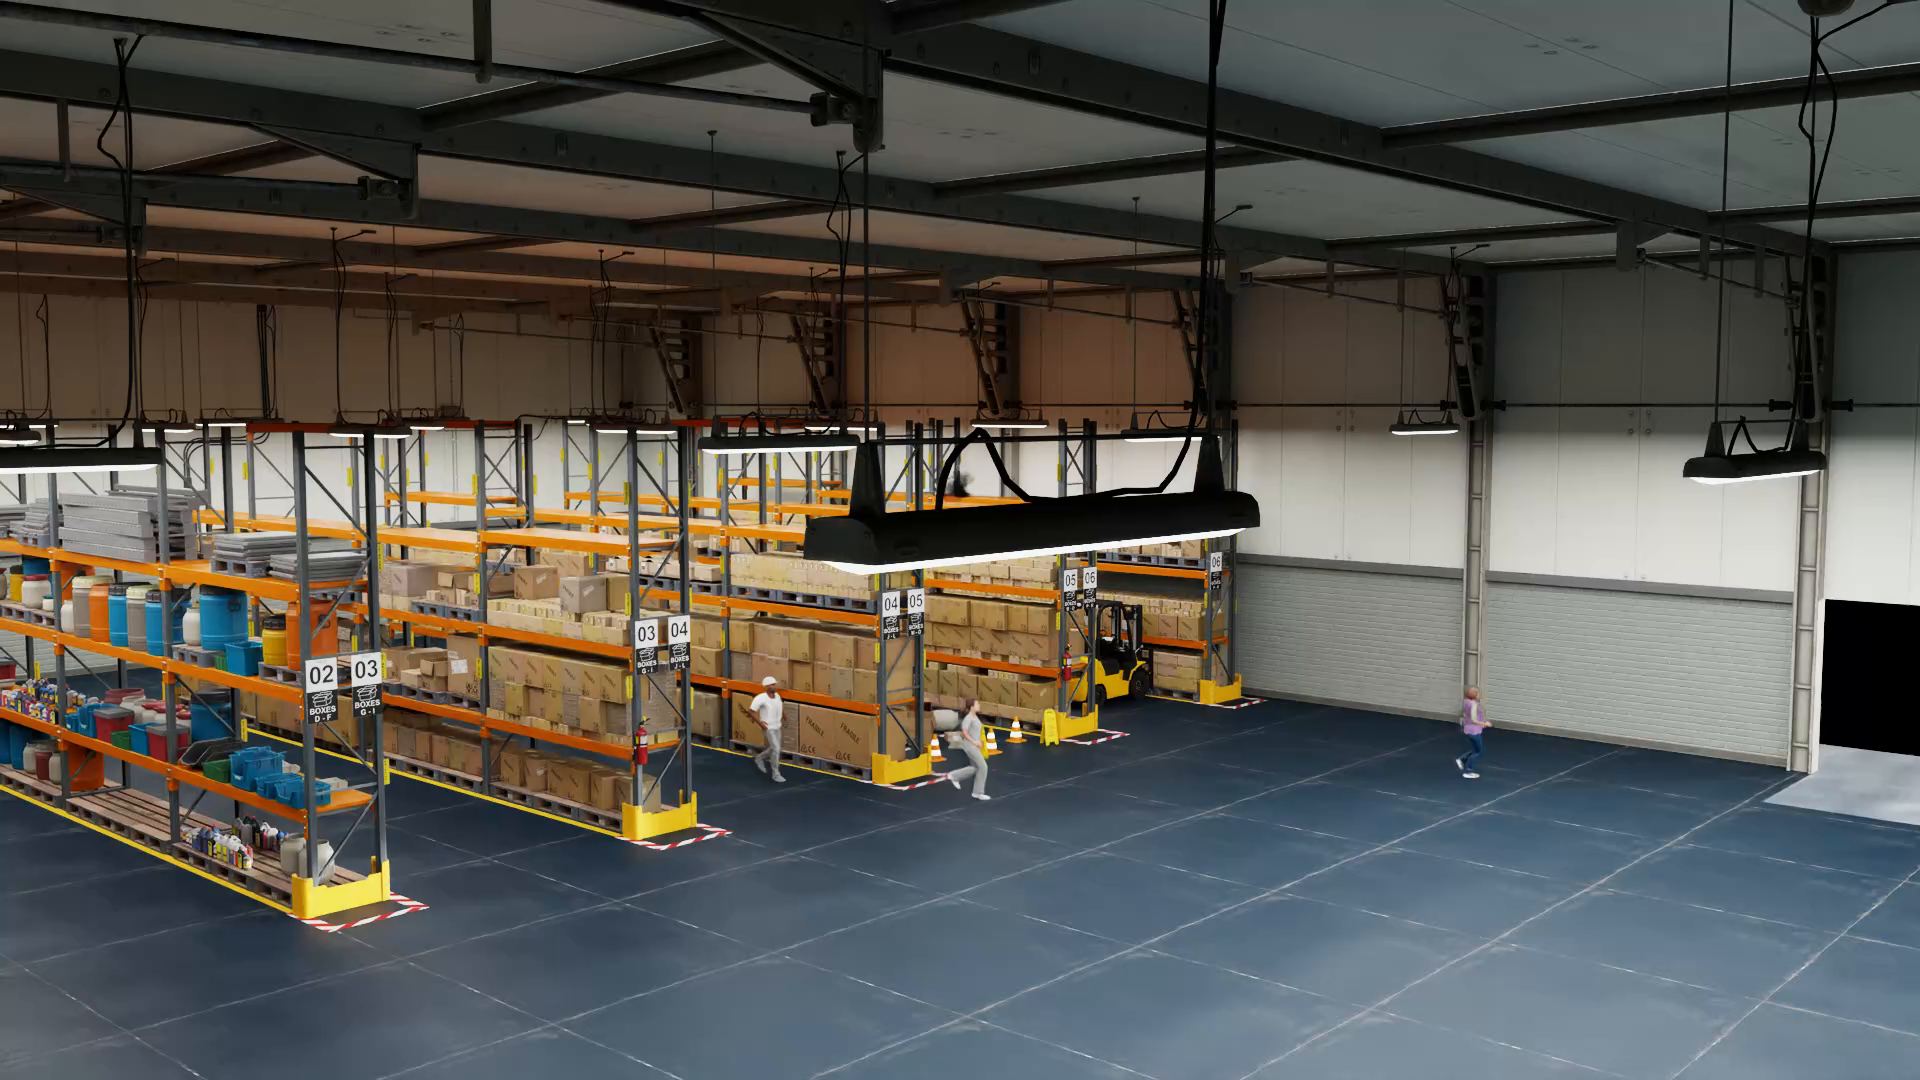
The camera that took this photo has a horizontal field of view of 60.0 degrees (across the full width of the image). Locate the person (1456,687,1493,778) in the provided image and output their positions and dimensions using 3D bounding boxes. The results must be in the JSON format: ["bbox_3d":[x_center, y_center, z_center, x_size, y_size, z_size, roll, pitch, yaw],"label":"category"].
[{"bbox_3d":[8.704,3.343,28.144,0.549,1.371,0.529,0,5,3],"label":"person"}]

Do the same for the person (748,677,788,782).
[{"bbox_3d":[-3.230,3.170,28.023,0.777,1.754,0.707,3,6,34],"label":"person"}]

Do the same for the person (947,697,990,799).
[{"bbox_3d":[0.164,3.344,26.747,0.664,1.649,0.589,1,5,10],"label":"person"}]
